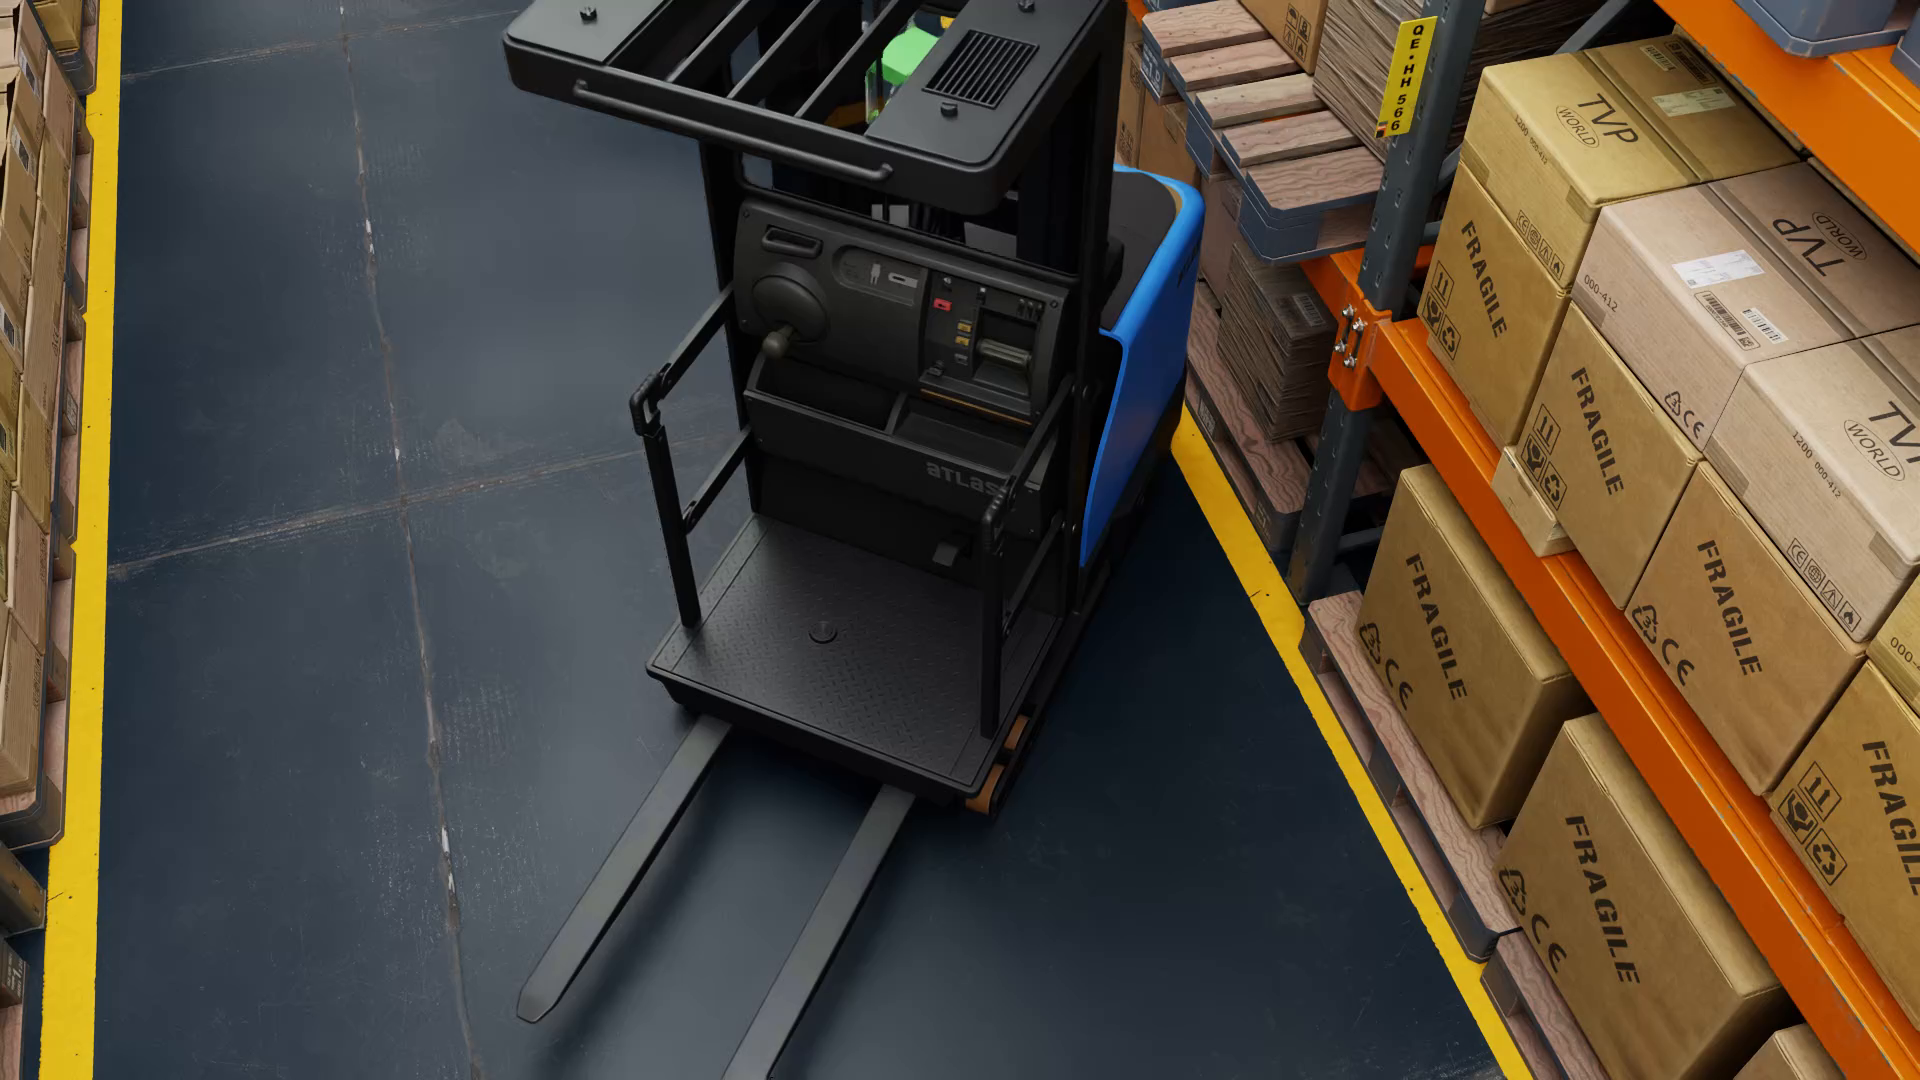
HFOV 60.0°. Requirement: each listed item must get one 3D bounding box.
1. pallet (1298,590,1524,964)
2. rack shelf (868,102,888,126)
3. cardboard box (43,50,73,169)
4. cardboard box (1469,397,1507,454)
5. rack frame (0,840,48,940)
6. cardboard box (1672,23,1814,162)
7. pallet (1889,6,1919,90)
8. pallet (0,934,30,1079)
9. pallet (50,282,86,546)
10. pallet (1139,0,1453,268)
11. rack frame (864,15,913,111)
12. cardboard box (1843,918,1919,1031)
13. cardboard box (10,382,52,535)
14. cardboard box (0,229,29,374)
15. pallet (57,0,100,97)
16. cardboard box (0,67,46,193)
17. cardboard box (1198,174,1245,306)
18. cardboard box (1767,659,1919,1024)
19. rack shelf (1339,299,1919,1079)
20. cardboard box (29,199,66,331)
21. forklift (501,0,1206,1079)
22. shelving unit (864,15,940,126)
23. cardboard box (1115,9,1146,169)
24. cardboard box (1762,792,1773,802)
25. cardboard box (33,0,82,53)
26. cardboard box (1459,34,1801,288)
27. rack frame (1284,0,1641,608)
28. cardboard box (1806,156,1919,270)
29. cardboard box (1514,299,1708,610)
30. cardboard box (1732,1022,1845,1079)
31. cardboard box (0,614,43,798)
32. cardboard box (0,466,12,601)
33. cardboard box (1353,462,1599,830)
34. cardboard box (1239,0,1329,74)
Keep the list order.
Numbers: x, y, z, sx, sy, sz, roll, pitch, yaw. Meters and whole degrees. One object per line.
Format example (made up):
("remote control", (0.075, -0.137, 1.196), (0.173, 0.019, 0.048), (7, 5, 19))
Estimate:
("pallet", (1.757, 0.594, 5.111), (1.003, 0.211, 1.213), (-13, 51, -11))
("rack shelf", (-0.066, -1.437, 5.947), (0.480, 0.148, 0.258), (34, 58, 25))
("cardboard box", (-3.919, -1.708, 6.752), (0.500, 0.250, 0.500), (-14, 51, -11))
("cardboard box", (1.538, -0.344, 4.229), (0.380, 0.149, 0.250), (-13, 51, -10))
("rack frame", (-3.136, 0.225, 3.598), (1.000, 3.000, 0.127), (-13, 51, -11))
("cardboard box", (1.977, -1.001, 3.868), (0.500, 0.250, 0.500), (-12, 51, -10))
("pallet", (2.170, -0.529, 2.396), (1.003, 0.211, 1.213), (-11, 51, -9))
("pallet", (-2.951, 1.678, 4.197), (1.003, 0.211, 1.213), (-13, 51, -11))
("pallet", (-3.699, -0.375, 5.928), (1.003, 0.211, 1.213), (-13, 51, -11))
("pallet", (1.283, -1.332, 5.036), (1.213, 0.211, 1.003), (-13, 51, -11))
("rack frame", (-0.249, -1.447, 6.185), (0.015, 1.200, 0.240), (34, 58, 25))
("cardboard box", (2.006, 0.781, 3.281), (0.380, 0.149, 0.250), (-12, 51, -10))
("cardboard box", (-3.319, -0.218, 5.495), (0.500, 0.250, 0.500), (-15, 51, -12))
("cardboard box", (-3.475, -0.783, 5.605), (0.500, 0.311, 0.500), (-14, 51, -11))
("pallet", (-4.514, -2.388, 7.625), (1.003, 0.211, 1.213), (-13, 51, -11))
("cardboard box", (-3.765, -1.516, 6.223), (0.500, 0.311, 0.500), (-12, 51, -10))
("cardboard box", (1.291, -1.150, 6.105), (0.700, 0.500, 0.500), (-13, 51, -11))
("cardboard box", (1.948, 0.507, 3.088), (0.500, 0.500, 0.500), (-12, 51, -10))
("rack shelf", (2.187, 0.795, 3.588), (1.077, 0.370, 4.000), (-13, 51, -11))
("cardboard box", (-3.619, -0.964, 6.125), (0.500, 0.250, 0.500), (-12, 51, -10))
("forklift", (-0.259, -0.498, 4.253), (1.130, 2.935, 3.031), (19, 52, 15))
("shelving unit", (-0.066, -1.324, 6.081), (0.503, 1.200, 0.258), (34, 58, 25))
("cardboard box", (0.959, -1.873, 6.714), (0.700, 0.500, 0.500), (-13, 51, -11))
("cardboard box", (1.879, 0.404, 3.599), (0.380, 0.149, 0.250), (-13, 51, -10))
("cardboard box", (-4.166, -2.352, 7.295), (0.500, 0.250, 0.500), (-13, 51, -11))
("cardboard box", (1.492, -0.863, 3.752), (0.500, 0.250, 0.500), (-12, 51, -10))
("rack frame", (1.595, -0.897, 4.545), (1.000, 3.000, 0.127), (-13, 51, -11))
("cardboard box", (2.127, -0.622, 3.549), (0.500, 0.250, 0.500), (-15, 51, -12))
("cardboard box", (1.640, -0.235, 3.713), (0.500, 0.500, 0.500), (-12, 51, -10))
("cardboard box", (2.196, 1.488, 3.665), (0.750, 0.750, 0.750), (-12, 51, -10))
("cardboard box", (-3.010, 0.527, 4.867), (0.500, 0.250, 0.500), (-13, 51, -11))
("cardboard box", (-3.173, -0.035, 4.975), (0.500, 0.311, 0.500), (-14, 51, -12))
("cardboard box", (1.687, 0.227, 4.728), (0.750, 0.750, 0.750), (-14, 51, -11))
("cardboard box", (1.256, -1.814, 4.965), (0.700, 0.500, 0.500), (-18, 52, -14))
